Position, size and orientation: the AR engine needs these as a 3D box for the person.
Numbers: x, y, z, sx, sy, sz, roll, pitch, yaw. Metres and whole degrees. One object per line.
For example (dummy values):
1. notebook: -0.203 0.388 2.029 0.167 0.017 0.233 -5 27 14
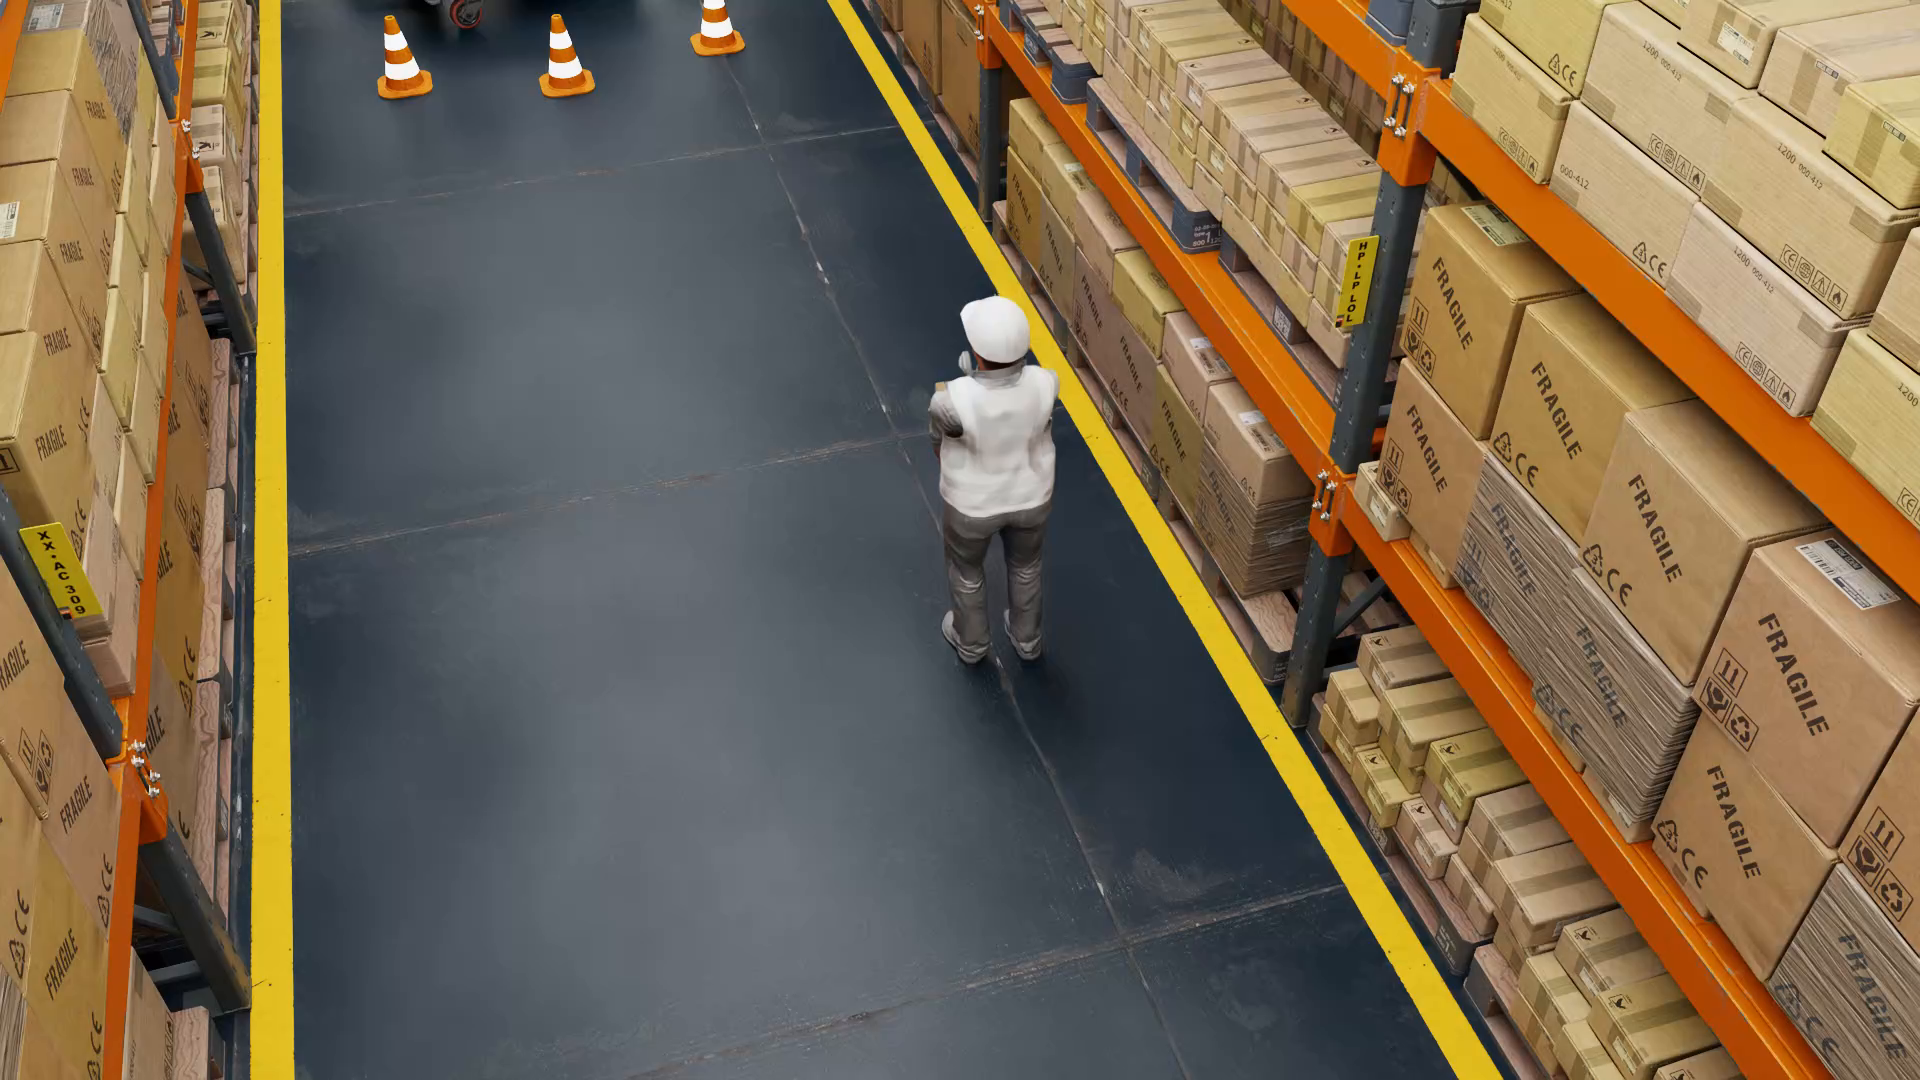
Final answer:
1. person: 0.105 -0.248 6.421 0.483 1.770 0.547 -12 43 -13
